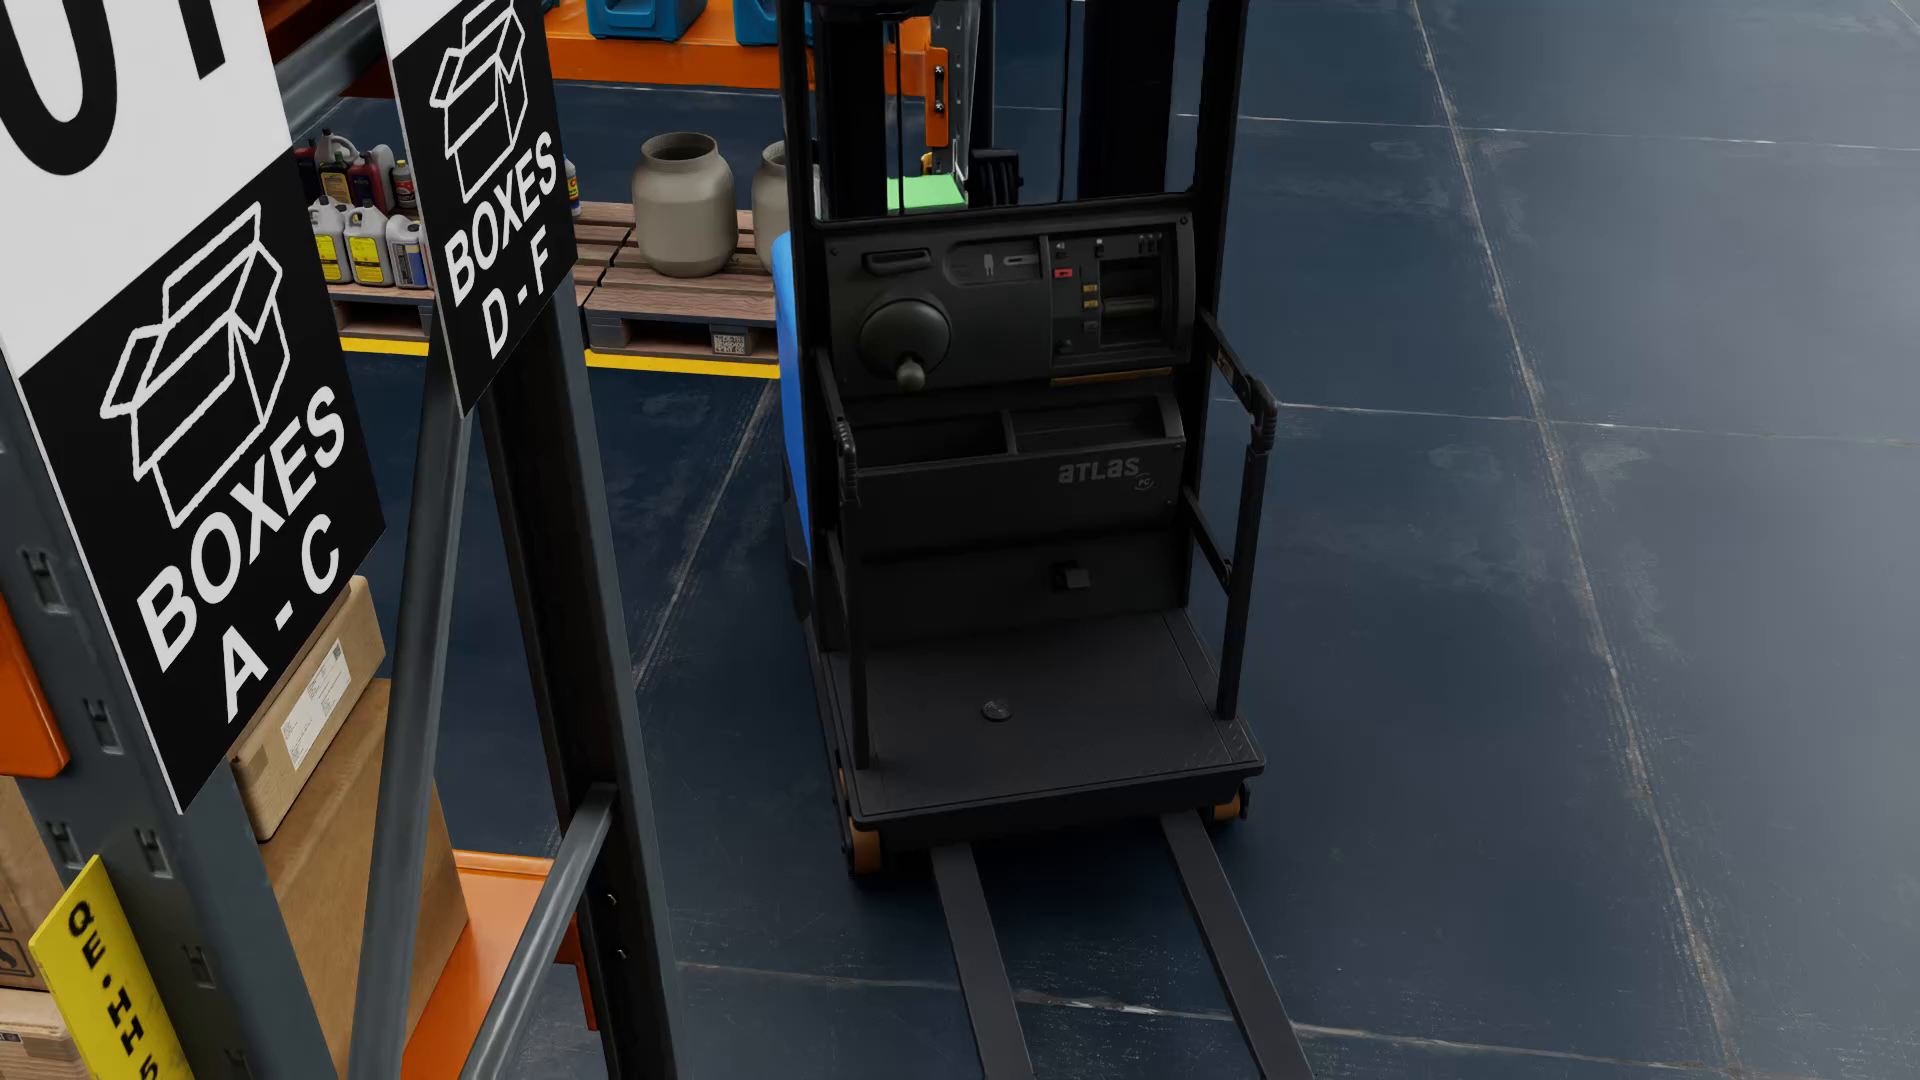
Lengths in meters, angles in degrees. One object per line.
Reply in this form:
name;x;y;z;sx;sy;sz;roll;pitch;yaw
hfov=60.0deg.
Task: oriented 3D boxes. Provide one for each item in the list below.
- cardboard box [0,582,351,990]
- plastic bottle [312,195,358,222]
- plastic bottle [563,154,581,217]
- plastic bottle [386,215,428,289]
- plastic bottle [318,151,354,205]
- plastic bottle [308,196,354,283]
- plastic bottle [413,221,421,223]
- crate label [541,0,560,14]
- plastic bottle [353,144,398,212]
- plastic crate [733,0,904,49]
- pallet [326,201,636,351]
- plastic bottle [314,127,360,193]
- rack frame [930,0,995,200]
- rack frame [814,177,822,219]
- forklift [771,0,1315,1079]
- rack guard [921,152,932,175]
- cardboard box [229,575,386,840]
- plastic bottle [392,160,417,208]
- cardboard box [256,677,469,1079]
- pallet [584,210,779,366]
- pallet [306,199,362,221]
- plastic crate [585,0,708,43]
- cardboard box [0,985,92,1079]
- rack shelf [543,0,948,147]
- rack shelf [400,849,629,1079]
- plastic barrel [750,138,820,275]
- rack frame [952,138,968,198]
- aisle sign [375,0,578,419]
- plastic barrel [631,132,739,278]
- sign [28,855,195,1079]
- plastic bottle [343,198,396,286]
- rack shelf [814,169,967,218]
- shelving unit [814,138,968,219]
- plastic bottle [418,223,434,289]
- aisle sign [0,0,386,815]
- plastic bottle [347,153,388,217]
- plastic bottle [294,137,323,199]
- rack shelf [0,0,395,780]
cardboard box;-1.129;0.051;1.893;0.500;0.500;0.700;4;36;6
plastic bottle;-2.597;-1.297;6.952;0.135;0.276;0.152;4;36;6
plastic bottle;-1.739;-1.570;7.338;0.097;0.271;0.097;0;36;0
plastic bottle;-2.242;-1.186;6.796;0.135;0.276;0.152;3;36;5
plastic bottle;-2.749;-1.577;7.337;0.133;0.283;0.061;4;36;6
plastic bottle;-2.591;-1.241;6.808;0.185;0.351;0.144;4;36;6
plastic bottle;-2.244;-1.229;6.921;0.097;0.201;0.097;0;36;0
crate label;-1.840;-2.183;6.196;0.616;0.435;0.502;4;36;6
plastic bottle;-2.601;-1.620;7.404;0.135;0.276;0.152;5;36;7
plastic crate;-0.515;-1.992;6.087;0.616;0.251;0.499;4;36;6
pallet;-2.073;-1.186;7.231;1.213;0.211;1.003;4;36;6
plastic bottle;-2.761;-1.665;7.403;0.185;0.351;0.144;4;36;6
rack frame;0.020;-2.188;6.234;0.127;3.000;1.000;4;36;6
rack frame;-0.474;-0.731;5.741;0.015;1.200;0.240;-7;36;-10
forklift;0.177;-0.529;3.969;1.130;2.935;3.031;-7;36;-9
rack guard;-0.062;-1.149;6.930;0.348;0.500;1.175;4;36;6
cardboard box;-0.977;0.208;2.232;0.250;0.149;0.380;4;36;6
plastic bottle;-2.480;-1.597;7.436;0.097;0.201;0.097;0;36;0
cardboard box;-1.076;0.583;2.265;0.500;0.500;0.700;4;36;6
pallet;-0.867;-1.095;7.102;1.213;0.211;1.003;4;36;6
pallet;-3.287;-1.275;7.355;1.213;0.211;1.003;4;36;6
plastic crate;-1.158;-2.043;6.159;0.408;0.251;0.499;4;36;6
cardboard box;-1.018;0.443;1.903;0.250;0.149;0.380;4;36;5
rack shelf;-1.964;-2.043;6.650;4.000;0.370;1.077;4;36;6
rack shelf;-2.599;0.811;2.651;4.000;0.370;1.077;4;36;6
plastic barrel;-0.643;-1.351;6.841;0.421;0.512;0.421;0;36;0
rack frame;0.004;-0.789;5.822;0.015;1.200;0.240;-7;36;-10
aisle sign;-0.511;-0.564;1.720;0.004;0.787;0.394;4;36;6
plastic barrel;-1.140;-1.388;6.893;0.421;0.512;0.421;0;36;0
sign;-0.698;0.410;1.393;0.005;0.325;0.100;4;36;6
plastic bottle;-2.407;-1.227;6.788;0.185;0.351;0.144;6;36;8
rack shelf;-0.235;-1.098;5.540;0.480;0.148;0.258;-7;36;-10
shelving unit;-0.235;-0.760;5.781;0.503;1.200;0.258;-7;36;-10
plastic bottle;-2.104;-1.176;6.782;0.135;0.276;0.152;5;36;6
aisle sign;-0.587;-0.218;1.236;0.004;0.787;0.394;4;36;6
plastic bottle;-2.614;-1.562;7.316;0.133;0.283;0.061;4;36;6
plastic bottle;-2.915;-1.674;7.472;0.133;0.283;0.061;7;36;9
rack shelf;-2.599;-0.410;1.780;4.000;0.370;1.077;4;36;6
